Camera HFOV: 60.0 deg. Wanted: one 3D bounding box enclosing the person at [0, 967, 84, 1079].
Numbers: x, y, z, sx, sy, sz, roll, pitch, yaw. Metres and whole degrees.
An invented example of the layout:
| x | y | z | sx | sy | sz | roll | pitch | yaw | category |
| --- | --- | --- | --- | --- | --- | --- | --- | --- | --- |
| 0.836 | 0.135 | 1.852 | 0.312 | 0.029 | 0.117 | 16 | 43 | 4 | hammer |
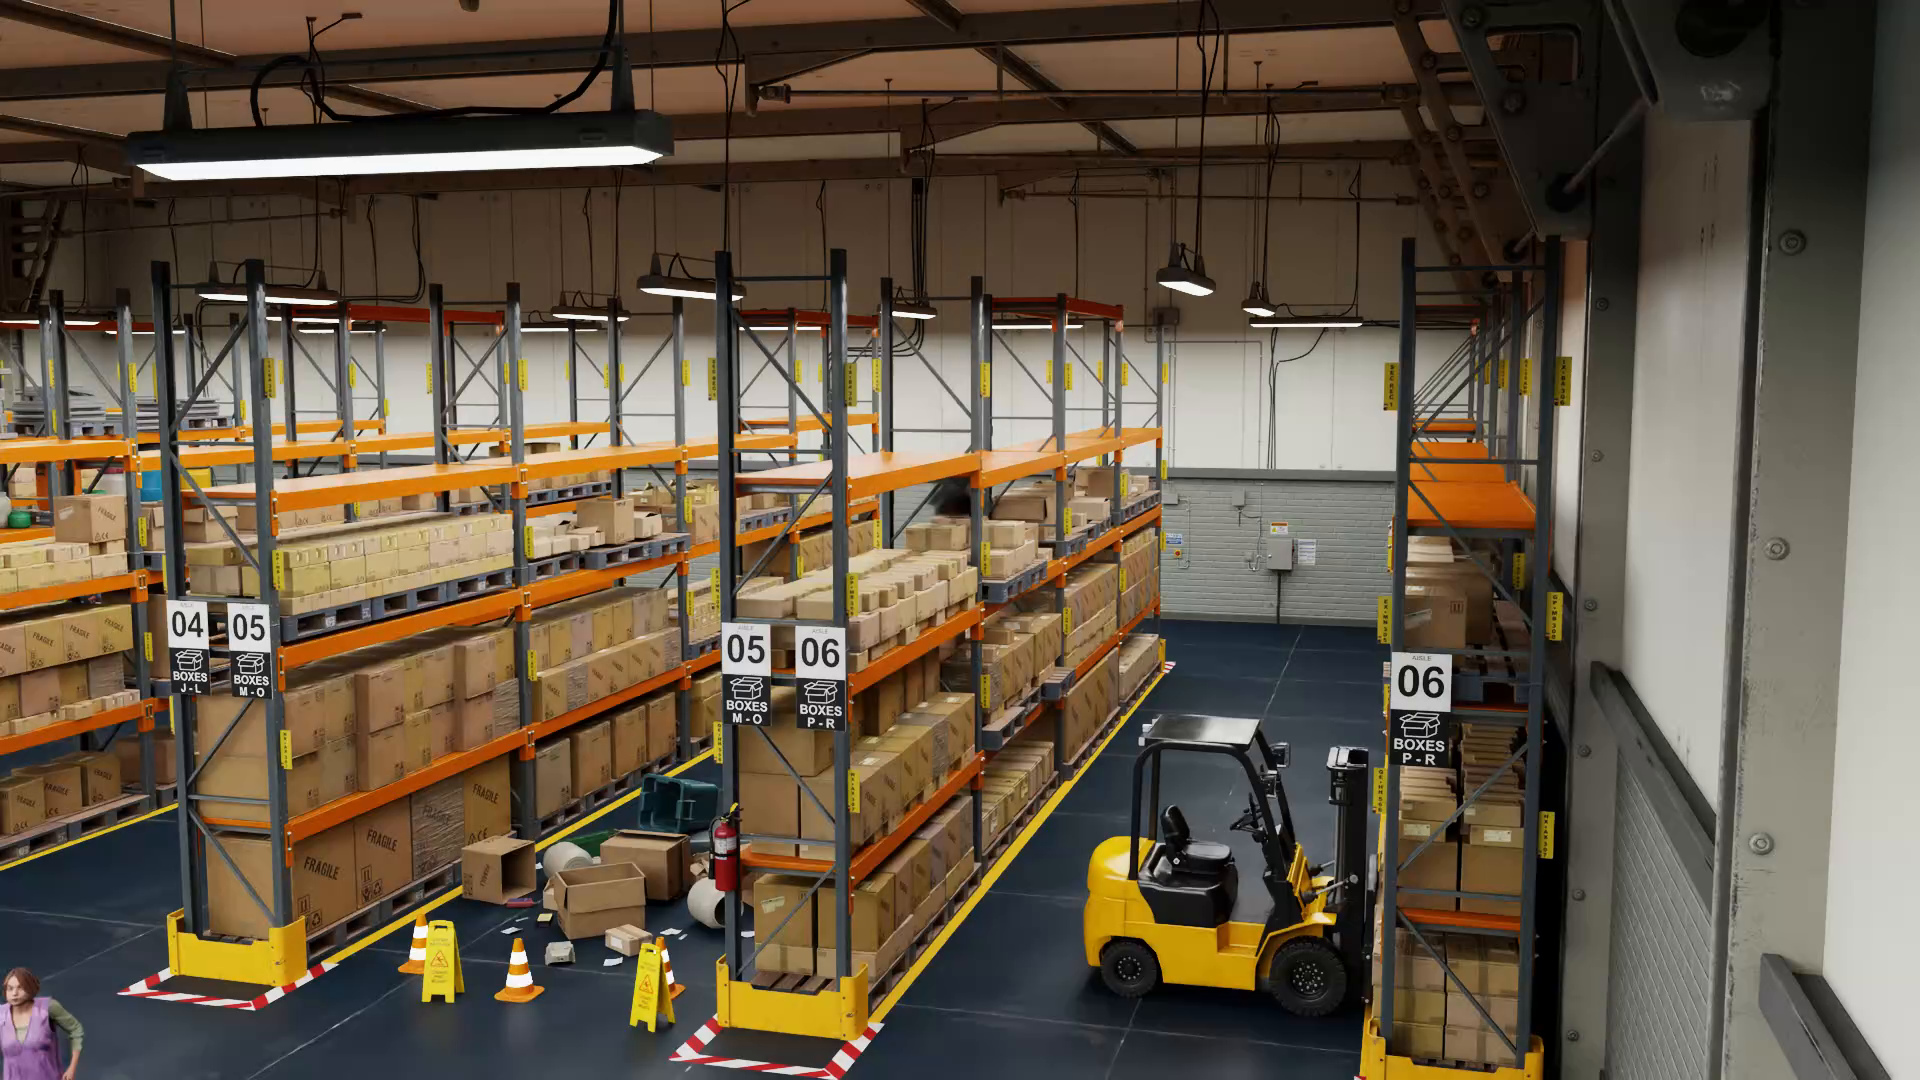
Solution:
| x | y | z | sx | sy | sz | roll | pitch | yaw | category |
| --- | --- | --- | --- | --- | --- | --- | --- | --- | --- |
| -5.640 | 3.334 | 10.142 | 0.552 | 1.573 | 0.610 | -2 | 6 | -20 | person |

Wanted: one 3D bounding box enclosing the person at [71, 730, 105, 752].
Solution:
| x | y | z | sx | sy | sz | roll | pitch | yaw | category |
| --- | --- | --- | --- | --- | --- | --- | --- | --- | --- |
| -11.080 | 2.076 | 20.990 | 0.687 | 1.817 | 0.719 | 2 | 6 | 17 | person |
